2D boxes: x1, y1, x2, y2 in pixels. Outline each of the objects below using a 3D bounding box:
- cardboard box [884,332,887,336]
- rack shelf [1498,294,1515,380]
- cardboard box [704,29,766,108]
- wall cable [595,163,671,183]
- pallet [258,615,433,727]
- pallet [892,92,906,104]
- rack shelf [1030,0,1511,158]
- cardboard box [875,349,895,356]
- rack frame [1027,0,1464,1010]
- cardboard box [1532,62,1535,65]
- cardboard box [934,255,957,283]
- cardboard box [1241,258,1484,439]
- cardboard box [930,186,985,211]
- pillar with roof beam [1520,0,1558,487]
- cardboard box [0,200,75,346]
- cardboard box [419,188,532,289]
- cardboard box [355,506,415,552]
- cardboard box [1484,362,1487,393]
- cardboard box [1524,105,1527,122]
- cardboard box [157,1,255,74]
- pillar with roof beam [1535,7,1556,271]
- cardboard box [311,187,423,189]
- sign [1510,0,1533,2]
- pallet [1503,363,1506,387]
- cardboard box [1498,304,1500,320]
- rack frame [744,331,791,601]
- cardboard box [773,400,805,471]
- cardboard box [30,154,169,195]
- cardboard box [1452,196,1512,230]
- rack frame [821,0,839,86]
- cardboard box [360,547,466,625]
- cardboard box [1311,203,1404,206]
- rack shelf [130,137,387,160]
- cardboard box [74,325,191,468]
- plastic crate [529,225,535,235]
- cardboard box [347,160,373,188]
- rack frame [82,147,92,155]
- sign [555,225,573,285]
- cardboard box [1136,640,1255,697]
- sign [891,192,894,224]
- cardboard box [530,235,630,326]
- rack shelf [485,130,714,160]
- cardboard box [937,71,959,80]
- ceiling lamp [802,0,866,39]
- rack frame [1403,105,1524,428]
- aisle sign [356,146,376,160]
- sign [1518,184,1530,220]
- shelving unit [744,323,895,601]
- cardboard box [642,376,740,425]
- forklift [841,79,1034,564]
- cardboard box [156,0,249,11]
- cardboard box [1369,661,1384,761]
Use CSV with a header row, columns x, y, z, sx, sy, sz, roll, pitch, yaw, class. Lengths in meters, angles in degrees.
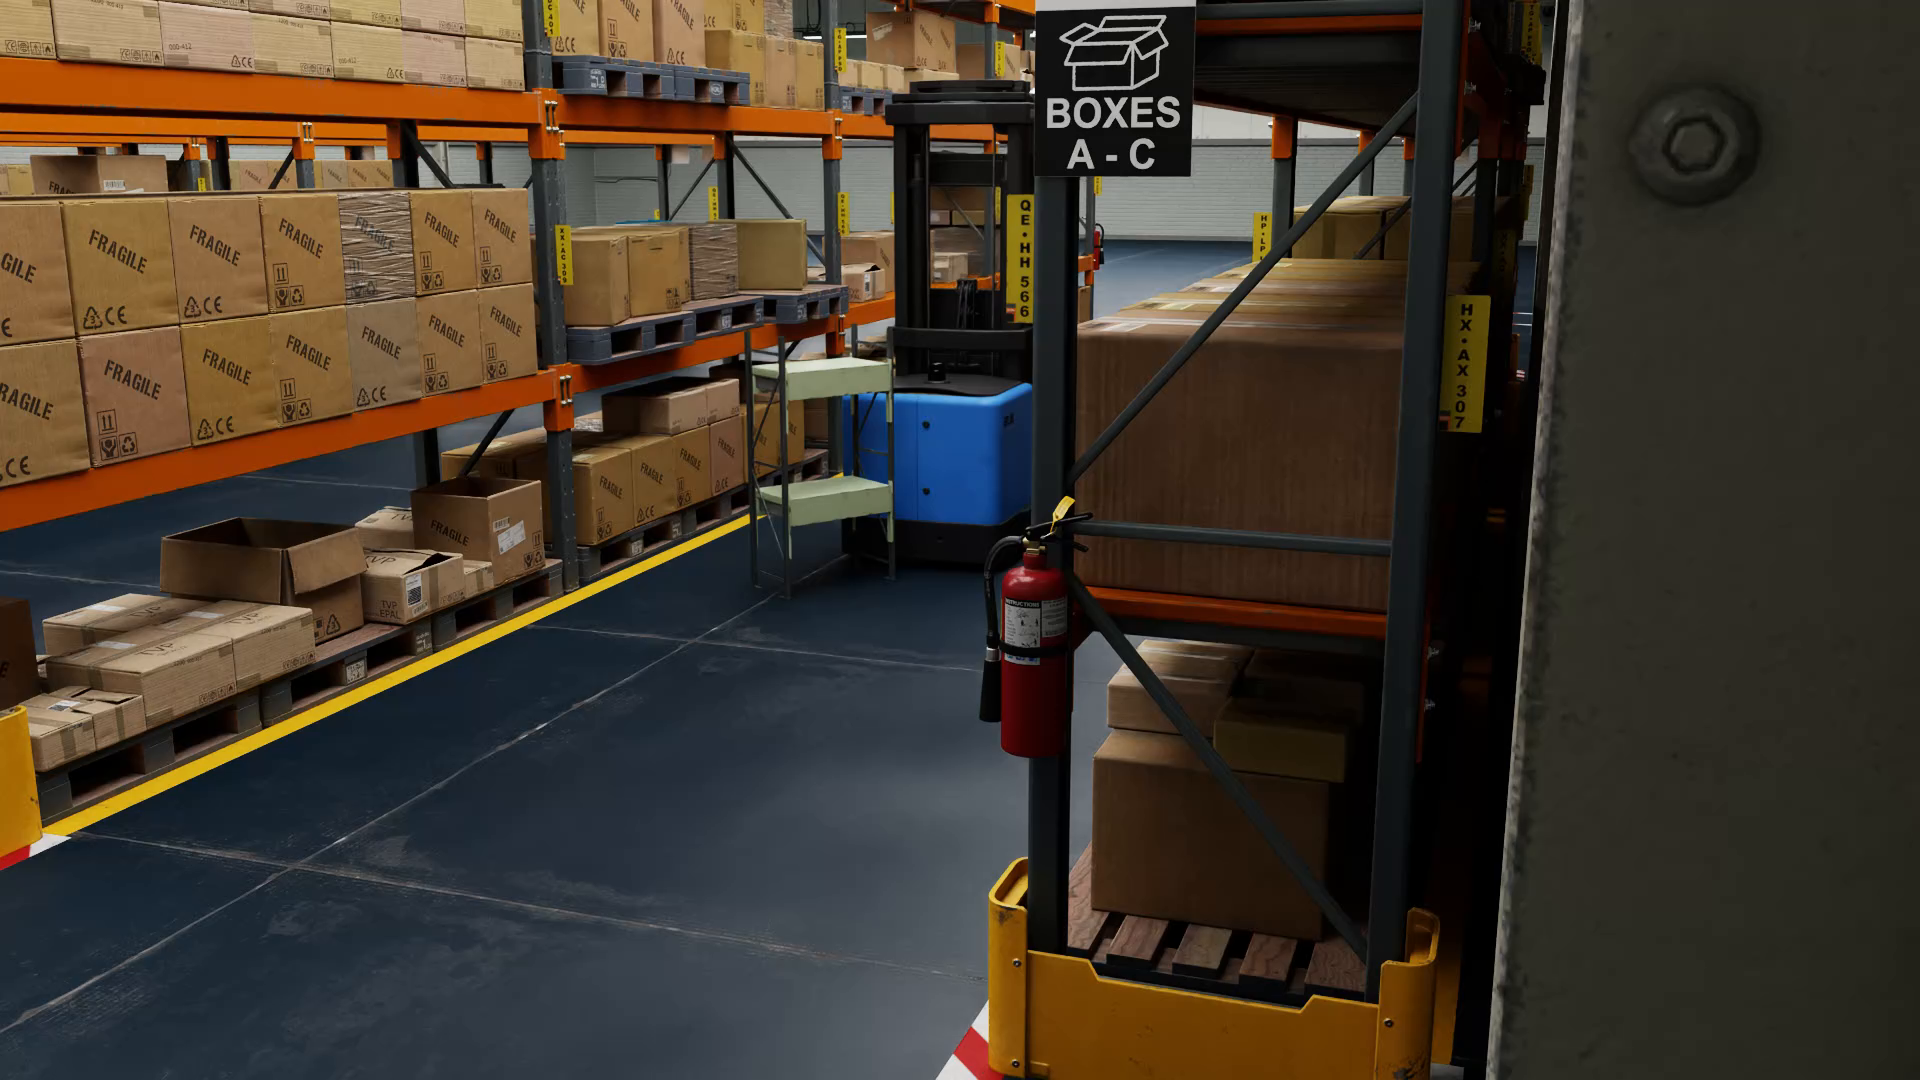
x,y,z,sx,sy,sz,roll,pitch,yaw,class
-0.498,-1.950,16.767,0.500,0.311,0.500,4,14,19,cardboard box
3.913,-1.754,13.549,1.077,0.370,4.000,4,14,18,rack shelf
-1.865,-3.240,11.475,0.910,0.500,0.500,4,14,18,cardboard box
-11.448,-13.679,57.675,3.097,2.526,0.112,4,14,18,wall cable
-3.333,0.564,8.041,1.003,0.211,1.213,4,14,18,pallet
-0.929,-3.795,14.557,1.003,0.211,1.213,5,14,21,pallet
1.324,-1.532,5.835,1.077,0.370,4.000,4,14,18,rack shelf
-0.481,-1.593,15.202,0.500,0.311,0.500,4,14,18,cardboard box
0.677,0.001,4.244,1.000,3.000,0.127,4,14,18,rack frame
5.796,-5.151,17.559,0.500,0.500,0.500,5,14,22,cardboard box
-0.239,-2.618,16.019,0.396,0.266,0.258,4,13,17,cardboard box
1.780,-0.875,7.406,0.980,0.700,0.700,5,14,19,cardboard box
0.009,-3.657,17.129,0.700,0.500,0.500,4,14,19,cardboard box
0.431,-5.130,13.241,9.100,9.000,0.400,4,14,18,pillar with roof beam
-3.618,-0.966,6.007,0.500,0.500,0.500,5,14,20,cardboard box
-2.636,-1.609,8.823,0.500,0.500,0.500,4,14,19,cardboard box
-3.058,-0.028,9.425,0.500,0.311,0.500,4,14,18,cardboard box
2.462,-0.833,8.418,0.380,0.149,0.250,4,13,17,cardboard box
5.132,-4.242,15.822,0.500,0.500,0.500,5,14,20,cardboard box
-3.270,-2.044,6.799,0.500,0.250,0.500,4,14,18,cardboard box
8.197,-10.183,35.381,9.100,9.000,0.400,4,14,18,pillar with roof beam
-3.136,-1.655,9.025,0.500,0.500,0.500,5,14,20,cardboard box
2.497,-2.555,7.360,0.100,0.325,0.005,4,14,18,sign
5.533,-1.824,18.506,1.003,0.211,1.213,4,14,18,pallet
3.024,-1.557,10.129,0.500,0.500,0.500,5,14,19,cardboard box
-1.096,-0.423,9.469,0.023,1.500,0.400,-10,16,-37,rack frame
-1.503,-0.822,12.476,0.500,0.500,0.500,5,14,21,cardboard box
-9.890,-3.936,19.199,1.000,1.000,1.000,4,14,19,cardboard box
3.364,-2.139,10.994,0.500,0.250,0.500,5,14,20,cardboard box
-1.423,-4.964,12.516,1.000,3.000,0.127,4,14,18,rack frame
-2.876,0.197,8.437,0.500,0.311,0.500,4,14,18,cardboard box
2.220,-1.742,9.255,0.500,0.250,0.500,5,14,20,cardboard box
-8.854,-5.129,21.593,1.077,0.370,4.000,4,14,18,rack shelf
-3.456,-0.587,6.596,0.500,0.500,0.500,4,14,18,cardboard box
-4.681,-3.146,17.889,0.402,0.464,0.583,4,14,18,plastic crate
-8.307,-4.880,22.488,0.500,0.500,0.500,4,14,18,cardboard box
-12.867,-4.816,25.349,1.000,3.000,0.127,4,14,18,rack frame
-2.201,-1.582,9.233,0.100,0.325,0.005,4,14,18,sign
0.760,0.450,5.493,0.380,0.149,0.250,5,14,20,cardboard box
-0.654,-3.382,16.942,0.100,0.325,0.005,4,14,18,sign
-2.352,-1.535,9.802,0.700,0.500,0.500,0,13,-1,cardboard box
-4.167,-4.772,20.030,1.077,0.370,4.000,4,14,18,rack shelf
-0.337,-4.347,15.944,0.500,0.250,0.500,6,14,24,cardboard box
-3.417,-15.826,46.985,2.000,3.185,0.800,4,14,18,ceiling lamp
4.560,-2.526,15.314,1.000,3.000,0.127,4,14,18,rack frame
-8.470,-5.740,23.554,0.394,0.787,0.004,4,14,18,aisle sign
5.086,-3.051,15.013,0.100,0.325,0.005,4,14,18,sign
-0.806,-0.472,9.687,0.755,1.500,0.431,-10,16,-37,shelving unit
-1.845,-0.959,11.394,0.500,0.250,0.500,4,13,17,cardboard box
0.186,-1.563,11.248,1.130,2.935,3.031,4,13,17,forklift
-3.275,-2.288,6.745,0.500,0.250,0.500,4,14,18,cardboard box
1.299,0.536,6.573,0.700,0.500,0.500,5,14,20,cardboard box
